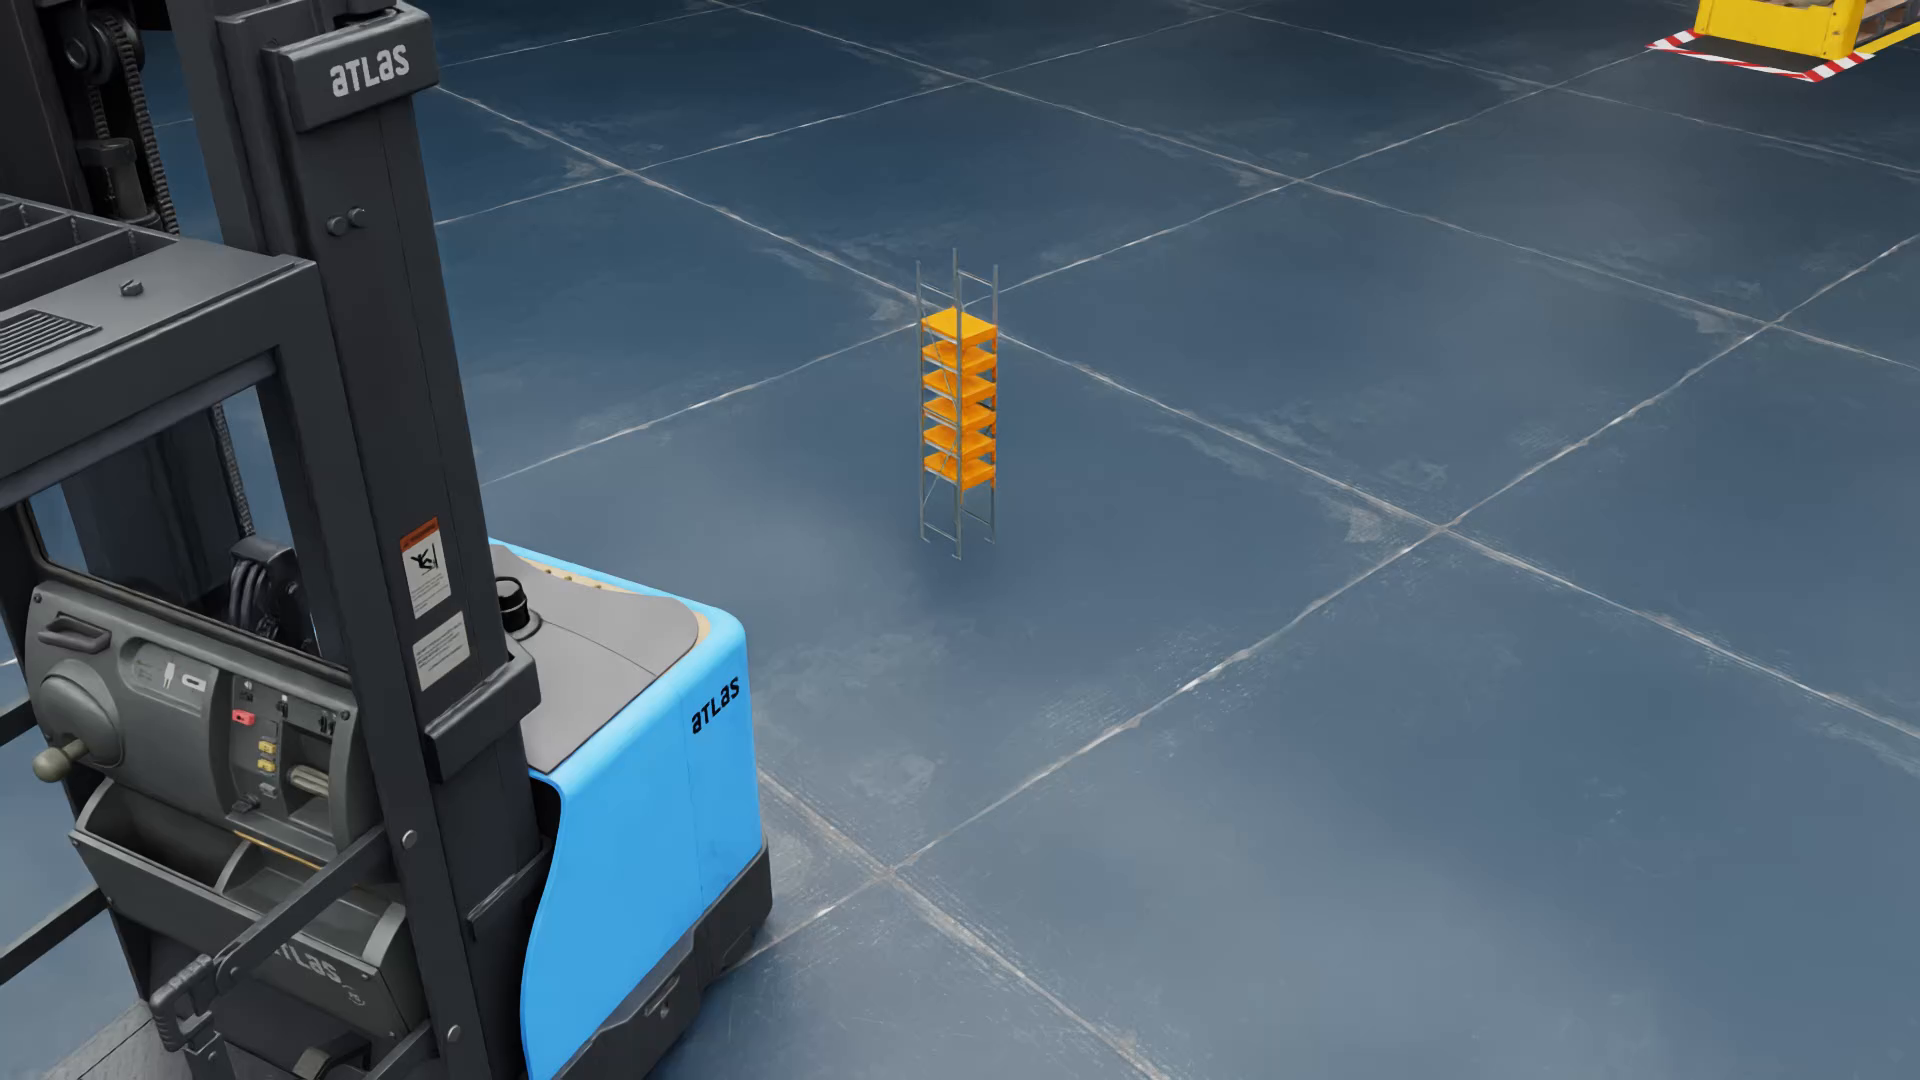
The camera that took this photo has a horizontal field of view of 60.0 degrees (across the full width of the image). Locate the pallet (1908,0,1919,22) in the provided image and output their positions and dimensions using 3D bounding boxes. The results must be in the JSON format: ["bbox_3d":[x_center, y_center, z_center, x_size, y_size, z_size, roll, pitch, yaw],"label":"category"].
[{"bbox_3d":[7.944,-4.768,14.345,1.213,0.211,1.003,-26,40,-35],"label":"pallet"}]

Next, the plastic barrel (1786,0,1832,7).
[{"bbox_3d":[6.858,-4.576,13.341,0.421,0.512,0.421,0,31,0],"label":"plastic barrel"}]

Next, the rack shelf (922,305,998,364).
[{"bbox_3d":[-0.011,-0.776,6.264,0.180,0.103,0.258,-26,40,-35],"label":"rack shelf"}]

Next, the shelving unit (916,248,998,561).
[{"bbox_3d":[-0.011,-0.507,6.429,0.189,1.200,0.258,-26,40,-35],"label":"shelving unit"}]

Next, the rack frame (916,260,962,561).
[{"bbox_3d":[-0.078,-0.474,6.376,0.006,1.200,0.240,-26,40,-35],"label":"rack frame"}]

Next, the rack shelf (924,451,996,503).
[{"bbox_3d":[-0.011,-0.264,6.577,0.180,0.103,0.258,-26,40,-35],"label":"rack shelf"}]

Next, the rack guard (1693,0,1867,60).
[{"bbox_3d":[6.451,-4.174,13.097,0.348,0.500,1.175,-26,40,-35],"label":"rack guard"}]

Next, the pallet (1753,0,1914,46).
[{"bbox_3d":[7.050,-4.337,13.641,1.213,0.211,1.003,-26,40,-35],"label":"pallet"}]

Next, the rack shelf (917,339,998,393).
[{"bbox_3d":[-0.011,-0.674,6.327,0.180,0.103,0.258,-26,40,-35],"label":"rack shelf"}]

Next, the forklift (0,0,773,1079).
[{"bbox_3d":[-1.676,0.430,3.238,1.130,2.935,3.031,15,35,23],"label":"forklift"}]

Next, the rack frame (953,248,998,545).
[{"bbox_3d":[0.056,-0.539,6.482,0.006,1.200,0.240,-26,40,-35],"label":"rack frame"}]

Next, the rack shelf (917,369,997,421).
[{"bbox_3d":[-0.011,-0.571,6.389,0.180,0.103,0.258,-26,40,-35],"label":"rack shelf"}]

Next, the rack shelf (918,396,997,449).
[{"bbox_3d":[-0.011,-0.469,6.452,0.180,0.103,0.258,-26,40,-35],"label":"rack shelf"}]

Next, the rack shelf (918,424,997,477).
[{"bbox_3d":[-0.011,-0.366,6.514,0.180,0.103,0.258,-26,40,-35],"label":"rack shelf"}]
